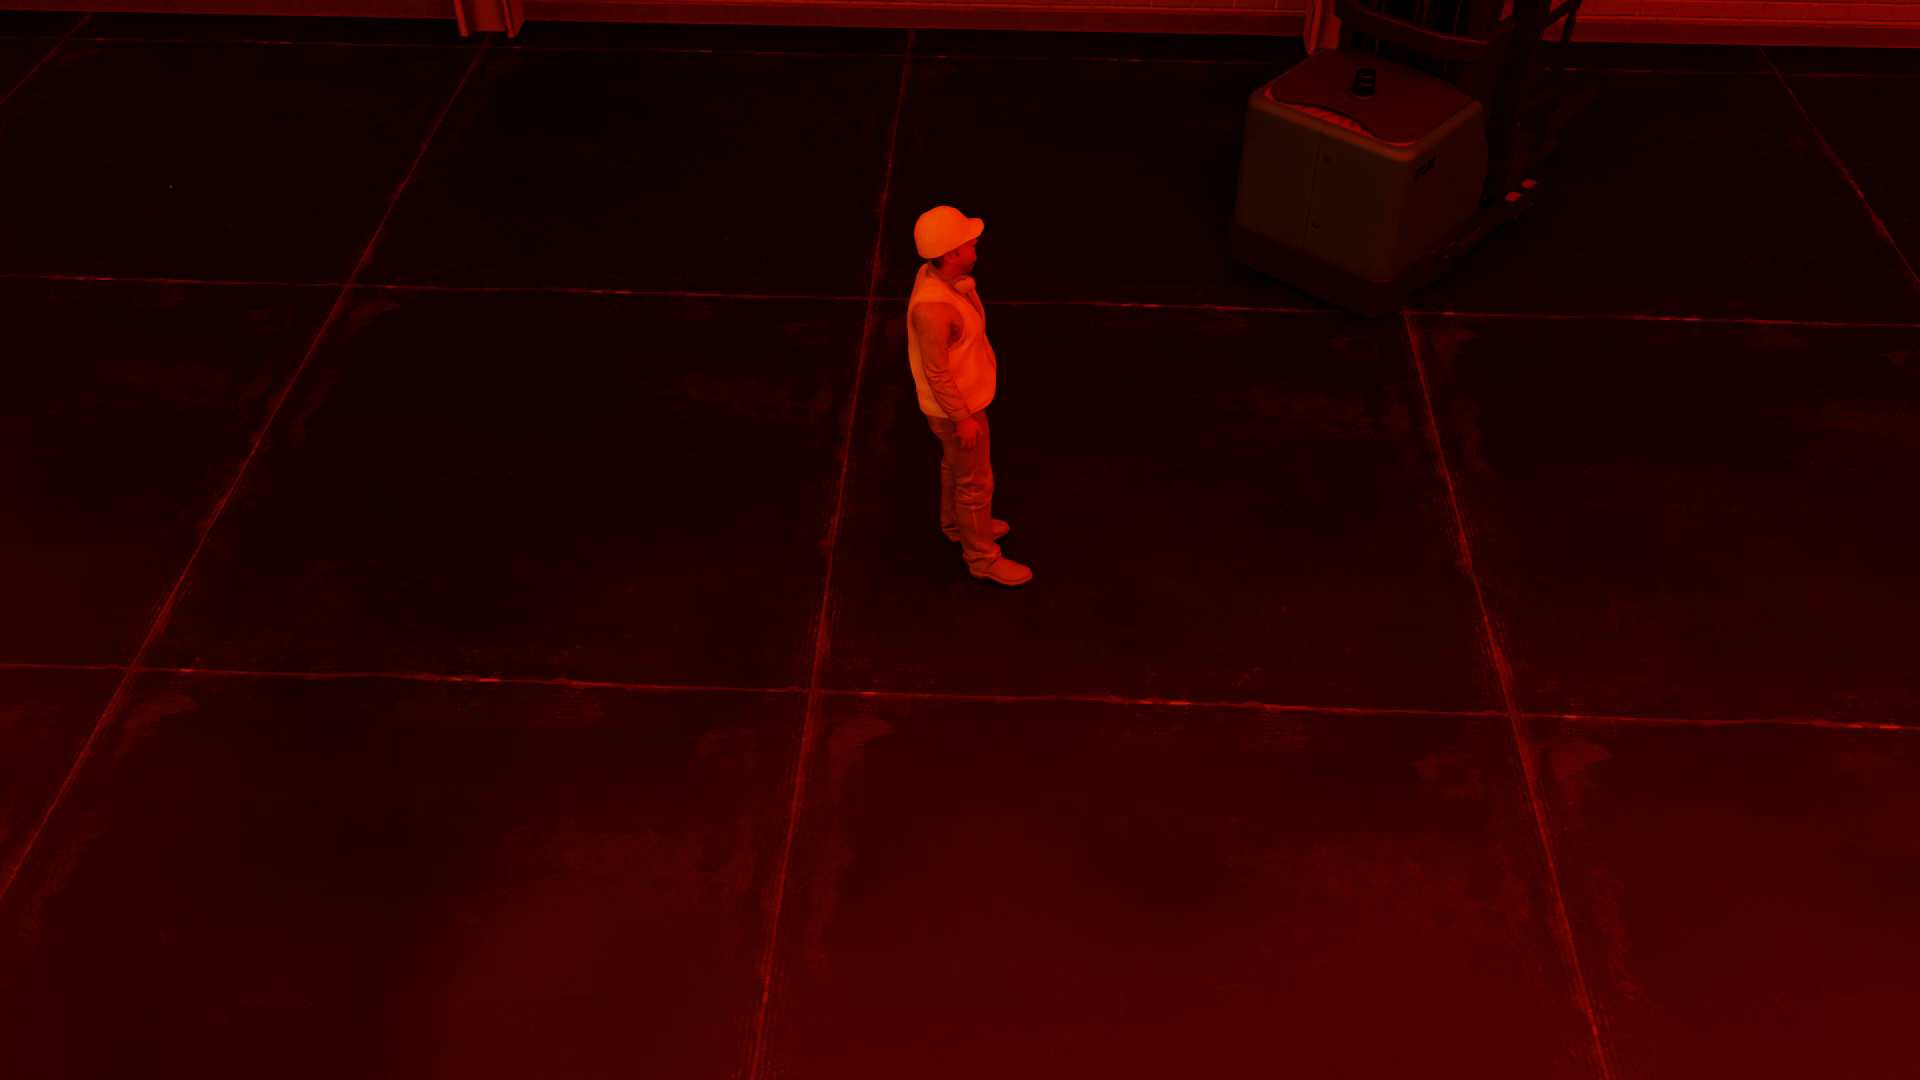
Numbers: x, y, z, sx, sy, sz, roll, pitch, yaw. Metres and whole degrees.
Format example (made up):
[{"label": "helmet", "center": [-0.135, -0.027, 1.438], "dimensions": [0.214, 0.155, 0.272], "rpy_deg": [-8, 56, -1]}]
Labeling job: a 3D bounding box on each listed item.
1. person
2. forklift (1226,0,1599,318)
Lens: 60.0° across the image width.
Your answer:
[{"label": "person", "center": [0.061, -0.653, 7.305], "dimensions": [0.568, 1.773, 0.632], "rpy_deg": [2, 42, 2]}, {"label": "forklift", "center": [2.892, -3.218, 9.268], "dimensions": [1.130, 2.935, 3.031], "rpy_deg": [31, 51, 29]}]
